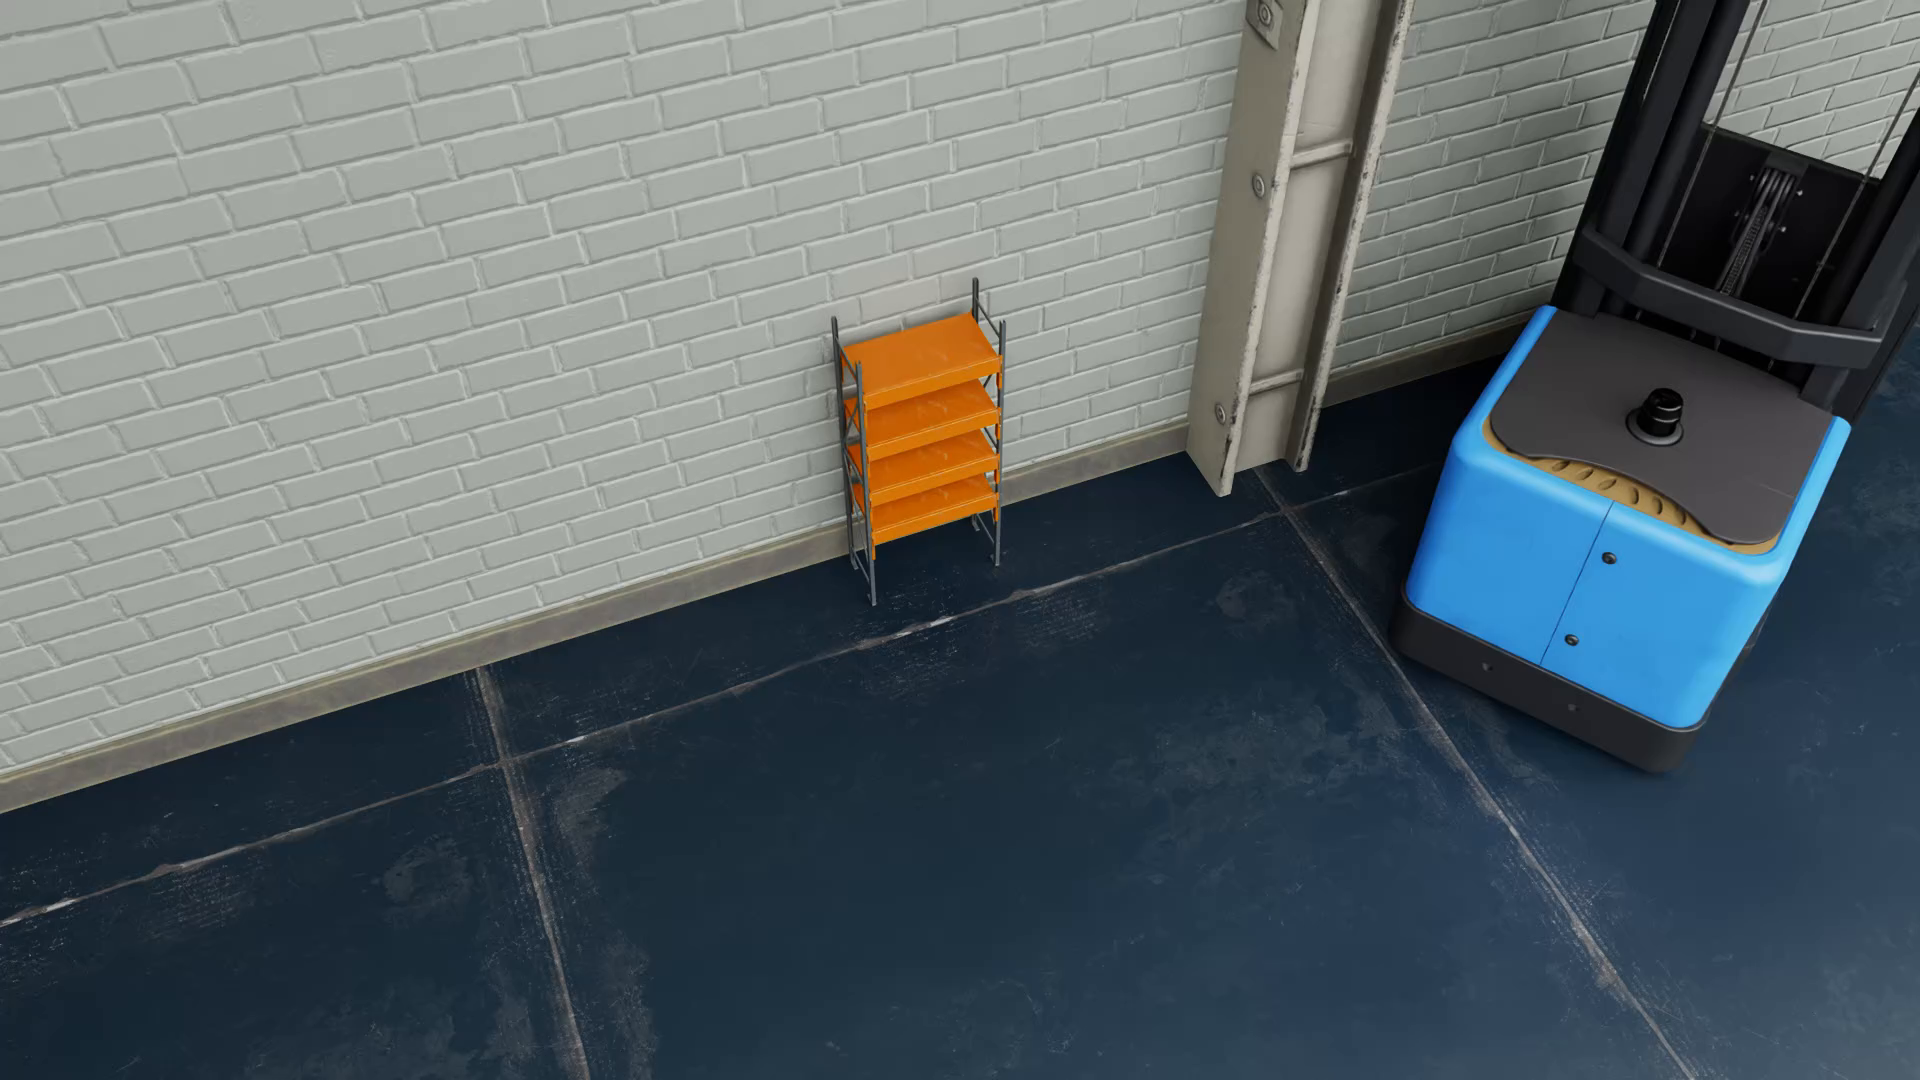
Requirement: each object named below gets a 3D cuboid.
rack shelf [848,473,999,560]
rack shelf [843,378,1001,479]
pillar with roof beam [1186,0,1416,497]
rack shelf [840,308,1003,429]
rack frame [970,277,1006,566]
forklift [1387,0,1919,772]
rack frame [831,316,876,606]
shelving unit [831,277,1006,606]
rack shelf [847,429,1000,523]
[{"bbox_3d":[-0.132,-0.134,5.924,0.480,0.148,0.258,-18,52,-15],"label":"rack shelf"},{"bbox_3d":[-0.132,-0.409,5.604,0.480,0.148,0.258,-18,52,-15],"label":"rack shelf"},{"bbox_3d":[2.747,-0.238,0.523,0.400,9.000,9.100,-17,52,-14],"label":"pillar with roof beam"},{"bbox_3d":[-0.132,-0.563,5.424,0.480,0.148,0.258,-18,52,-15],"label":"rack shelf"},{"bbox_3d":[0.093,-0.378,5.784,0.015,1.200,0.240,-18,52,-15],"label":"rack frame"},{"bbox_3d":[2.745,-1.284,5.421,1.130,2.935,3.031,27,54,21],"label":"forklift"},{"bbox_3d":[-0.357,-0.235,5.661,0.015,1.200,0.240,-18,52,-15],"label":"rack frame"},{"bbox_3d":[-0.132,-0.307,5.722,0.503,1.200,0.258,-18,52,-15],"label":"shelving unit"},{"bbox_3d":[-0.132,-0.263,5.773,0.480,0.148,0.258,-18,52,-15],"label":"rack shelf"}]
